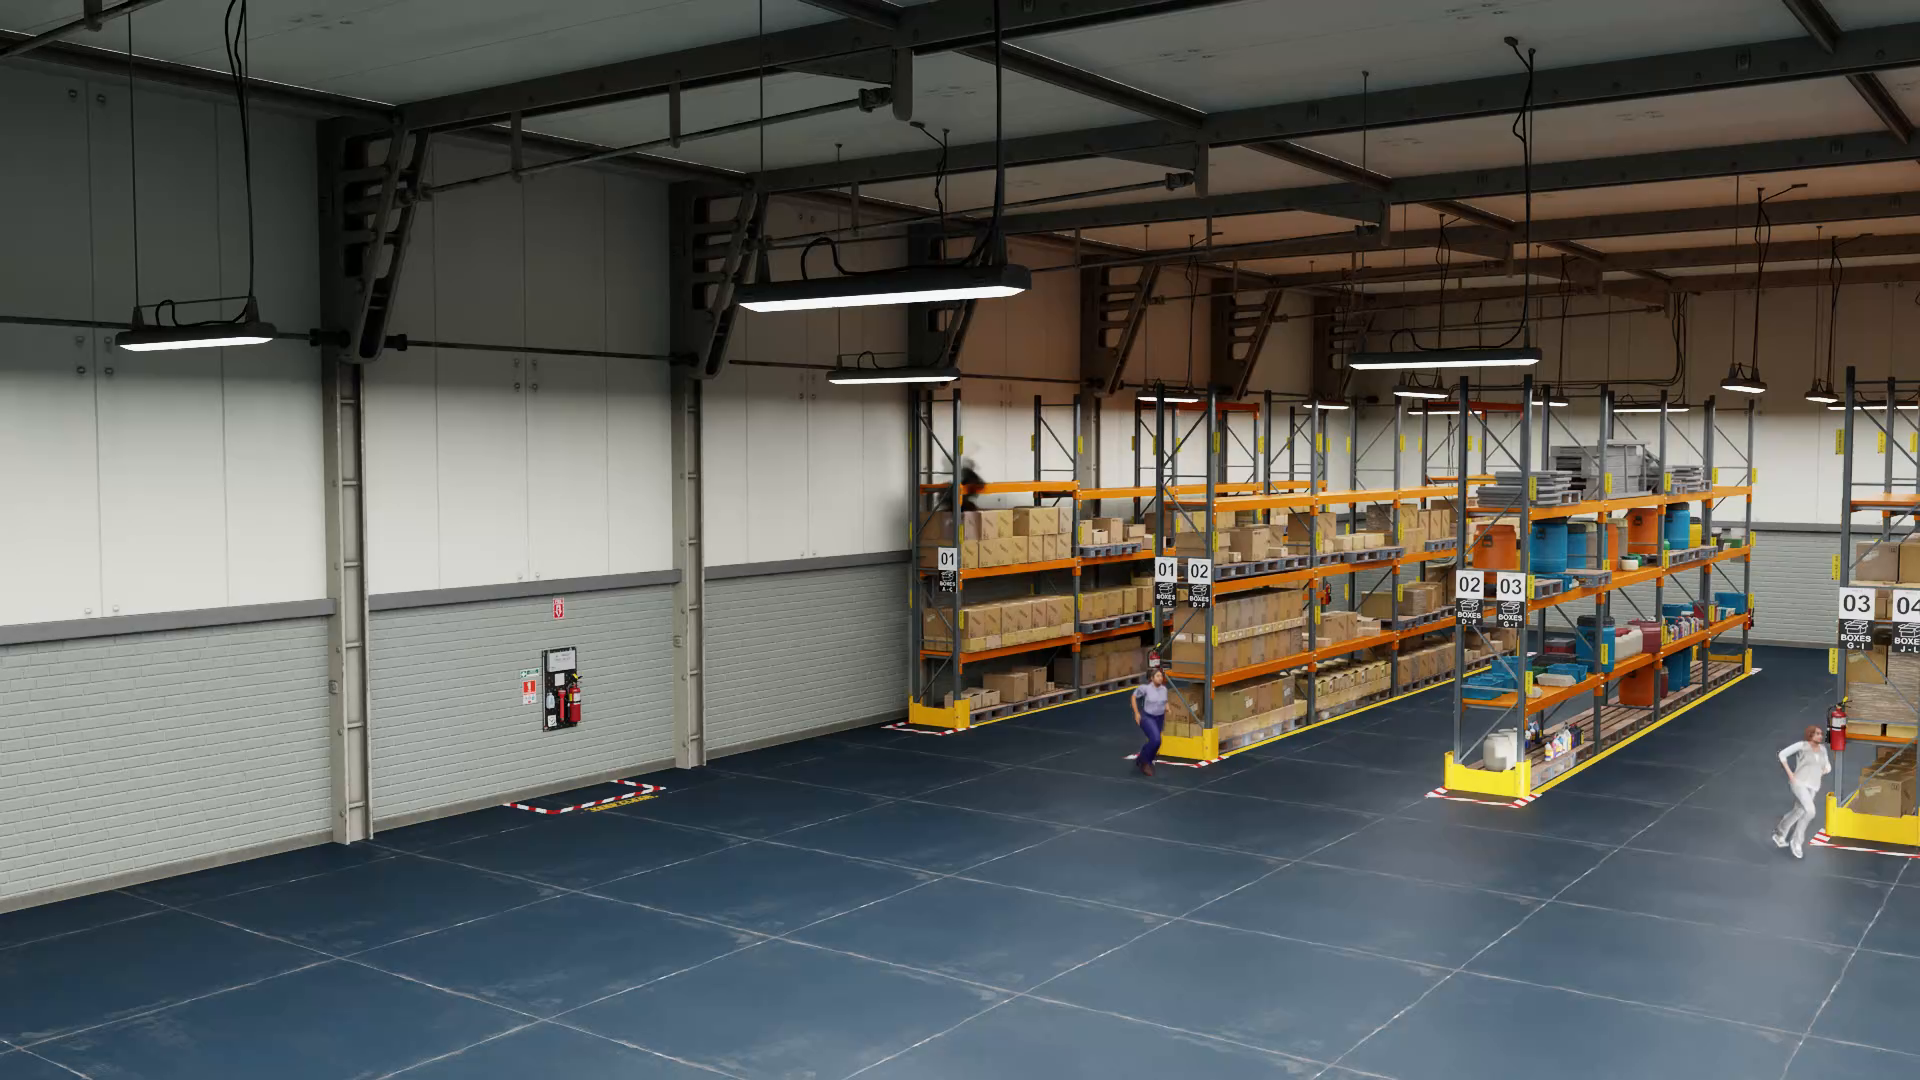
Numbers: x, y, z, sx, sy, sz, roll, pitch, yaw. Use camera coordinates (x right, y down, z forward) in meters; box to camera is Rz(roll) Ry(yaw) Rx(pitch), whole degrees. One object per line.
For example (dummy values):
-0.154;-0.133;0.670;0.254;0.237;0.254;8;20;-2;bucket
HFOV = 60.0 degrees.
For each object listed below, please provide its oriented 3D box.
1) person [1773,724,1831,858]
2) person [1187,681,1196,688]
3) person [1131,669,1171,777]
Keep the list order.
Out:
10.349;3.044;20.402;0.538;1.600;0.671;-1;3;-17;person
4.348;2.392;30.940;0.594;1.745;0.712;2;4;35;person
2.919;2.770;25.251;0.520;1.605;0.774;-2;4;-35;person
